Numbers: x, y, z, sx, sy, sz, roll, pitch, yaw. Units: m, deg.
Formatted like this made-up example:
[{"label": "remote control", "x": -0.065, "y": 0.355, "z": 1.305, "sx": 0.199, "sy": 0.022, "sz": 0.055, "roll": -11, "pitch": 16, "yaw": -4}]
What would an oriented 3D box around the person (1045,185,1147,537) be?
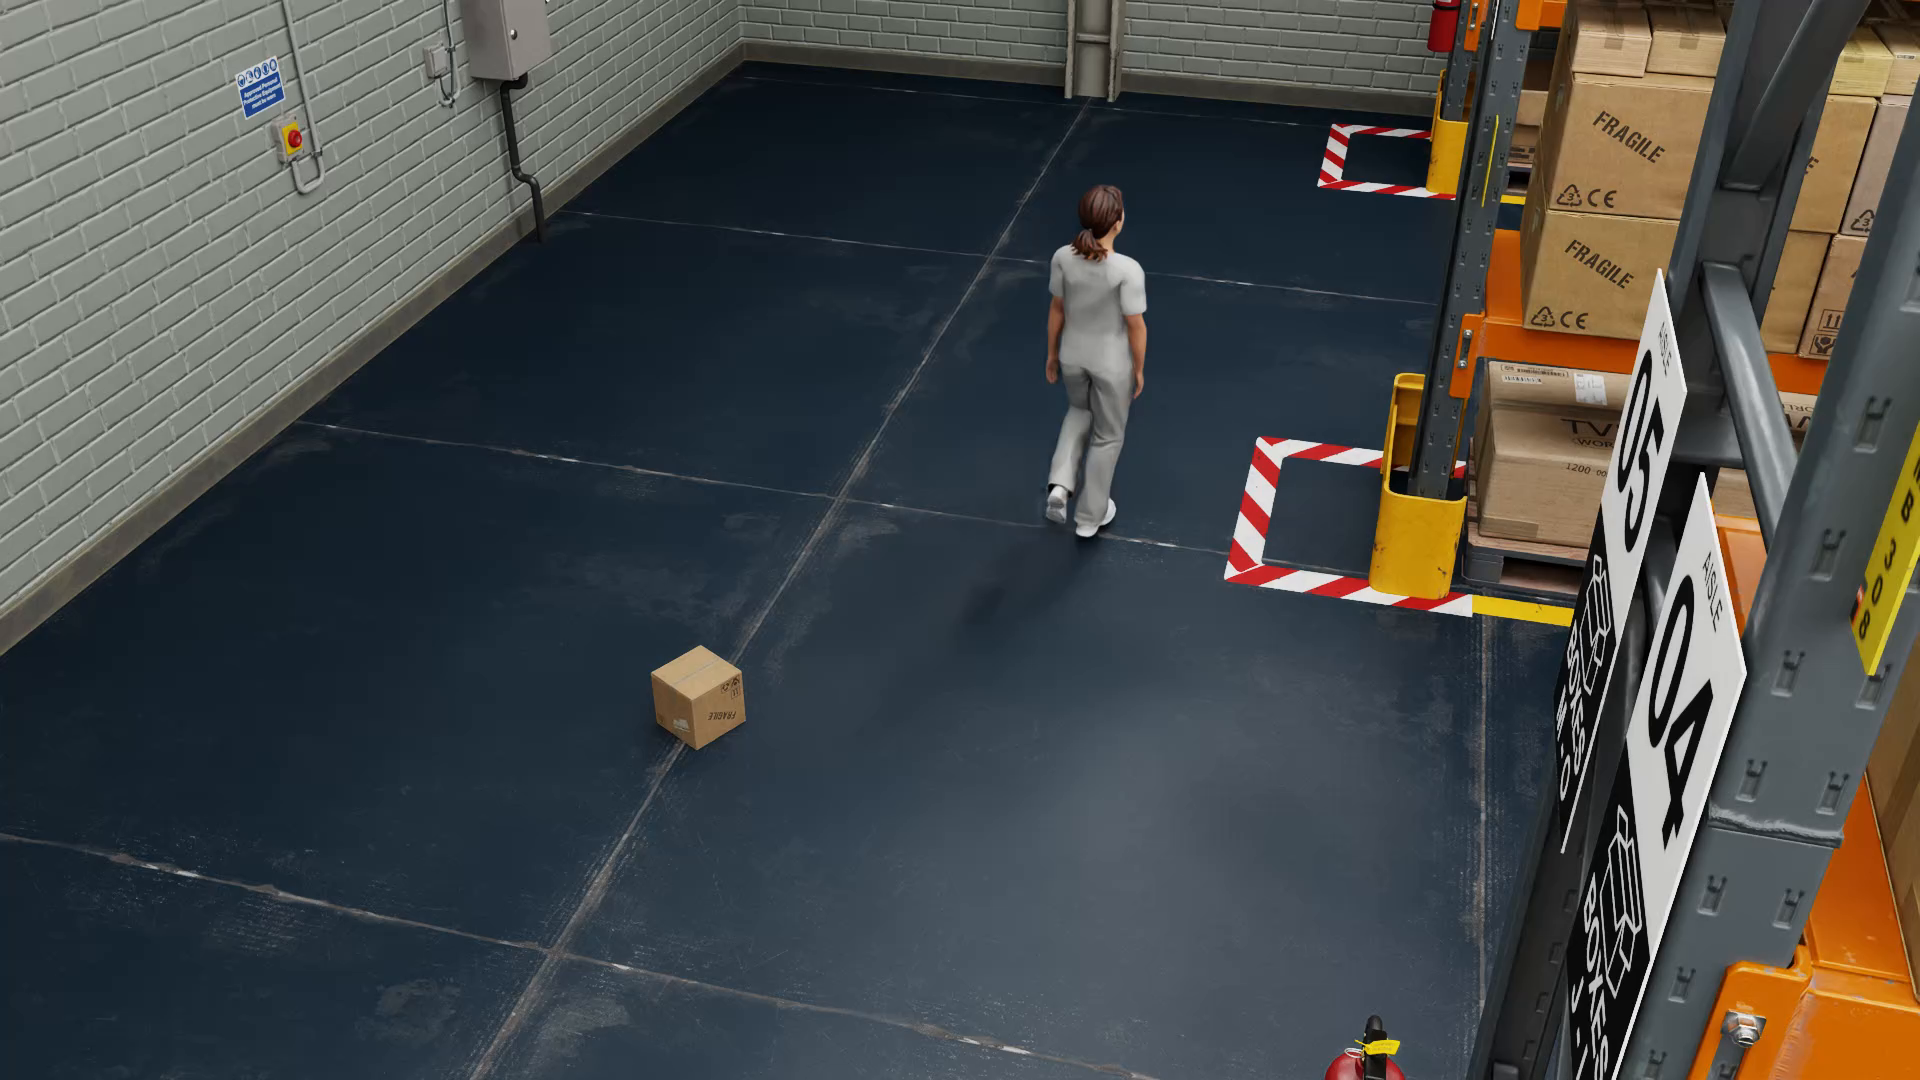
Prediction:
[{"label": "person", "x": 0.603, "y": -0.769, "z": 7.277, "sx": 0.467, "sy": 1.665, "sz": 0.471, "roll": 18, "pitch": 37, "yaw": 26}]
